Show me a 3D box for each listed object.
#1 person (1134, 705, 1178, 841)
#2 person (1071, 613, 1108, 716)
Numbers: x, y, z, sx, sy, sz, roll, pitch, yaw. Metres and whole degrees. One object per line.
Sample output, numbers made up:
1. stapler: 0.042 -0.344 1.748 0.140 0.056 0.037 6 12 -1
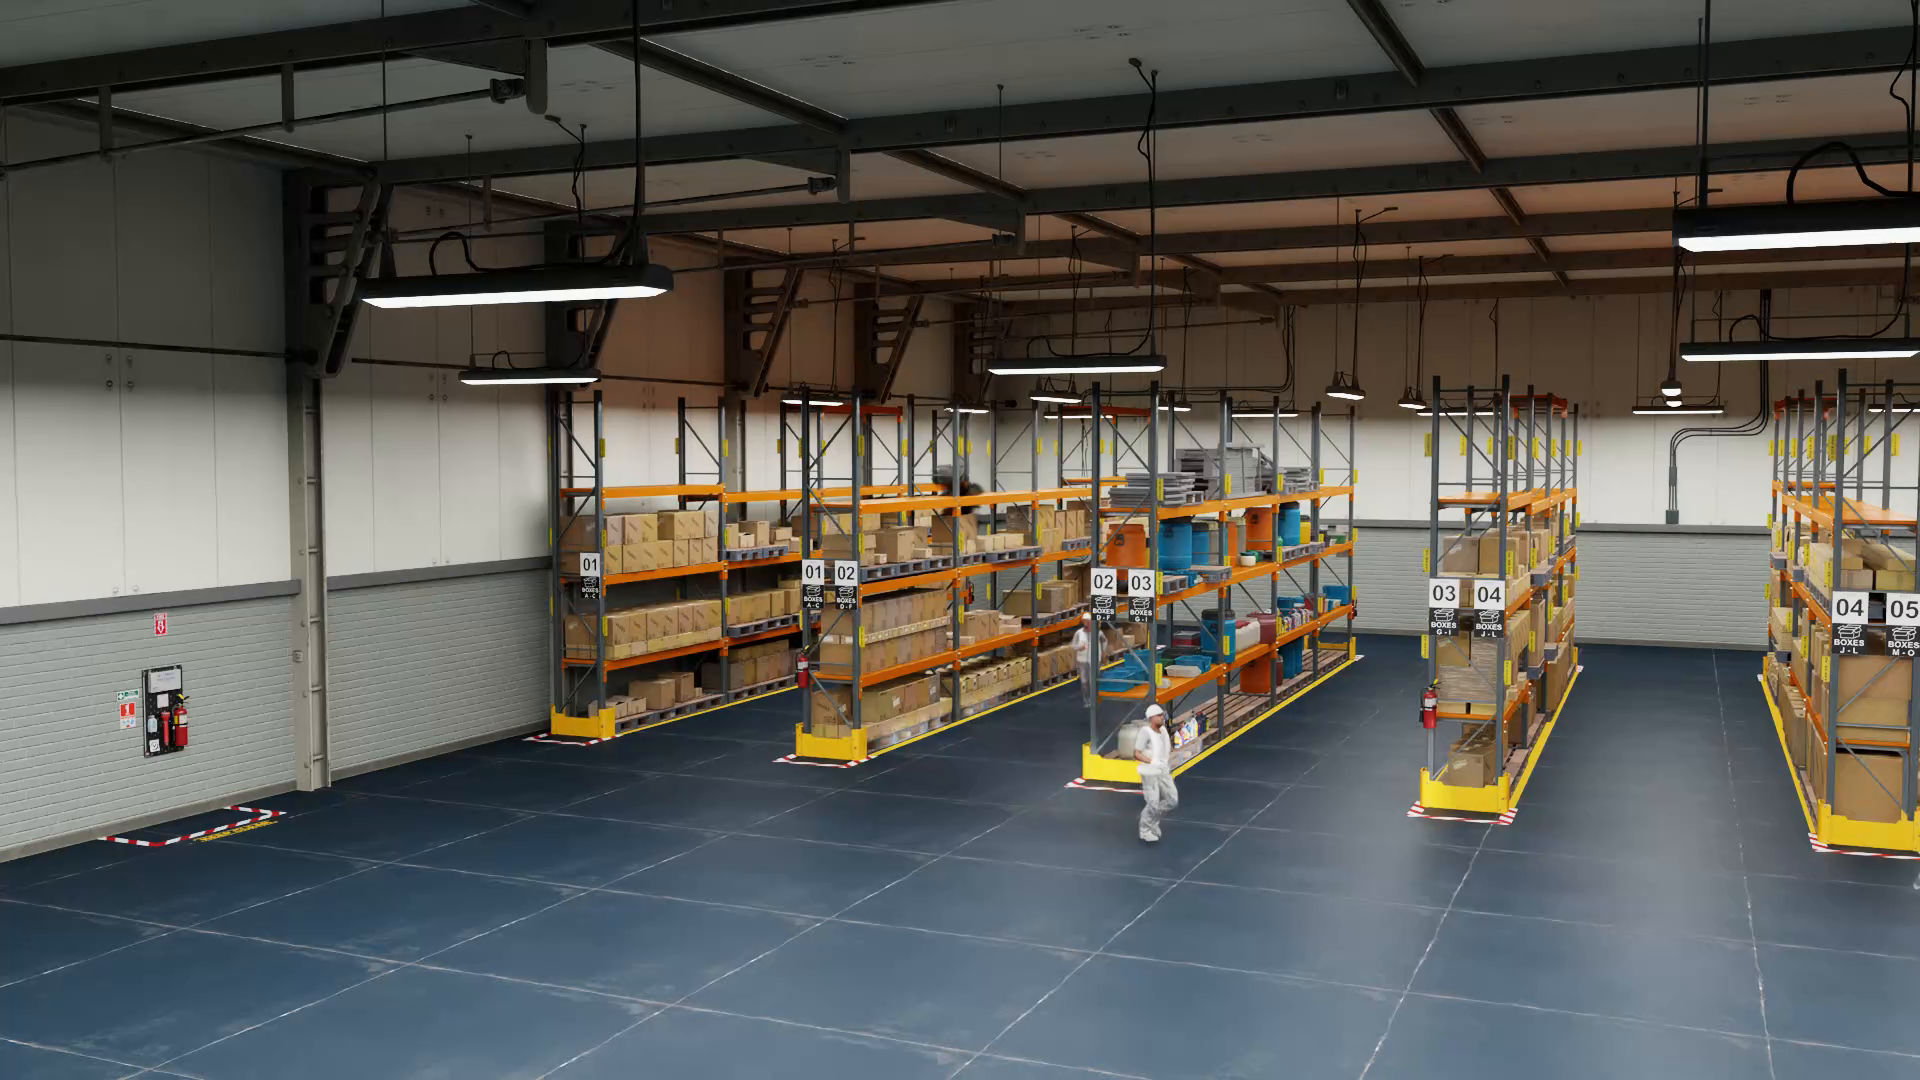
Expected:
1. person: 2.497 2.957 21.067 0.683 1.740 0.587 -3 4 -42
2. person: 2.327 2.244 30.013 0.622 1.871 0.731 1 3 13
